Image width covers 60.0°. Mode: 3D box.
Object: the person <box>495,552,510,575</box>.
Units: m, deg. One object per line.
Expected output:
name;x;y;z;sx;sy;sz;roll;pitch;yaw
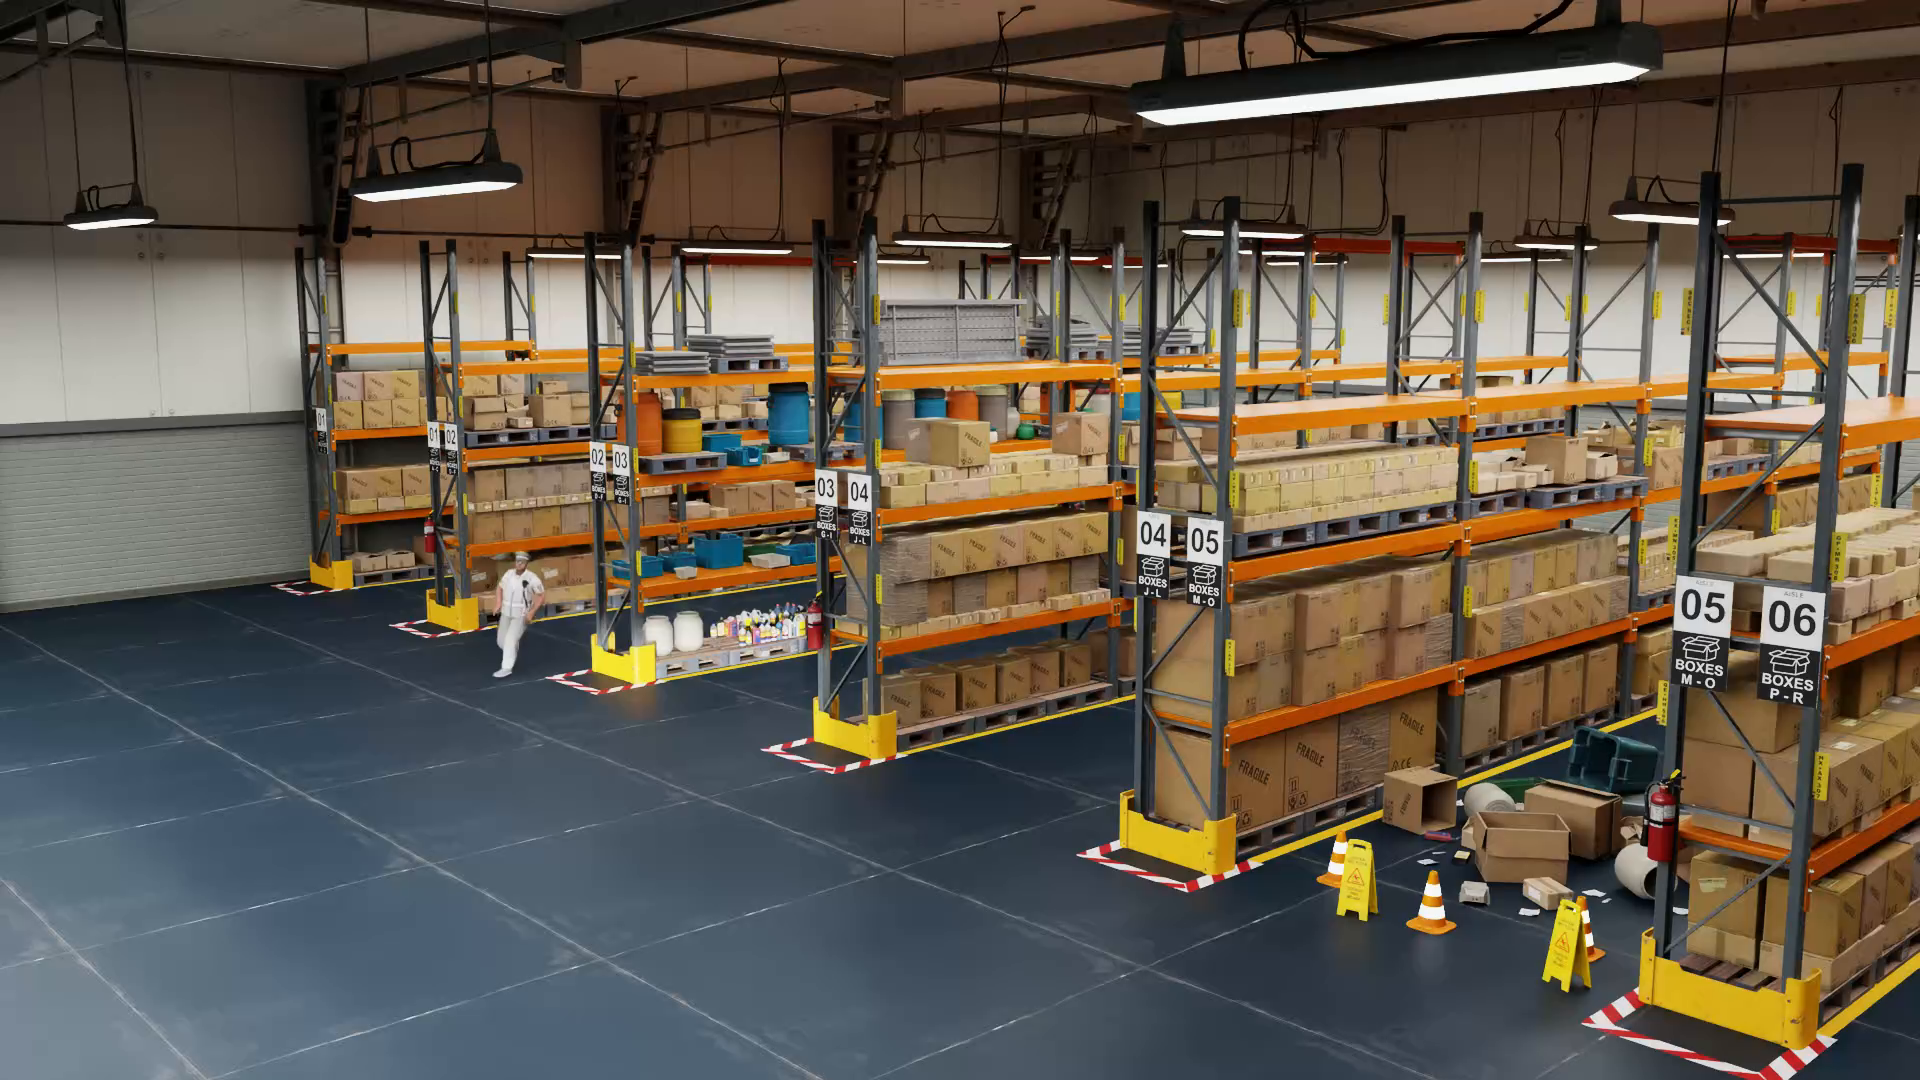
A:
person;-7.907;0.123;28.786;0.553;1.742;0.681;7;11;41

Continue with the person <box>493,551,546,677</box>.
person;-6.034;0.991;22.771;0.705;1.713;0.666;2;9;11
